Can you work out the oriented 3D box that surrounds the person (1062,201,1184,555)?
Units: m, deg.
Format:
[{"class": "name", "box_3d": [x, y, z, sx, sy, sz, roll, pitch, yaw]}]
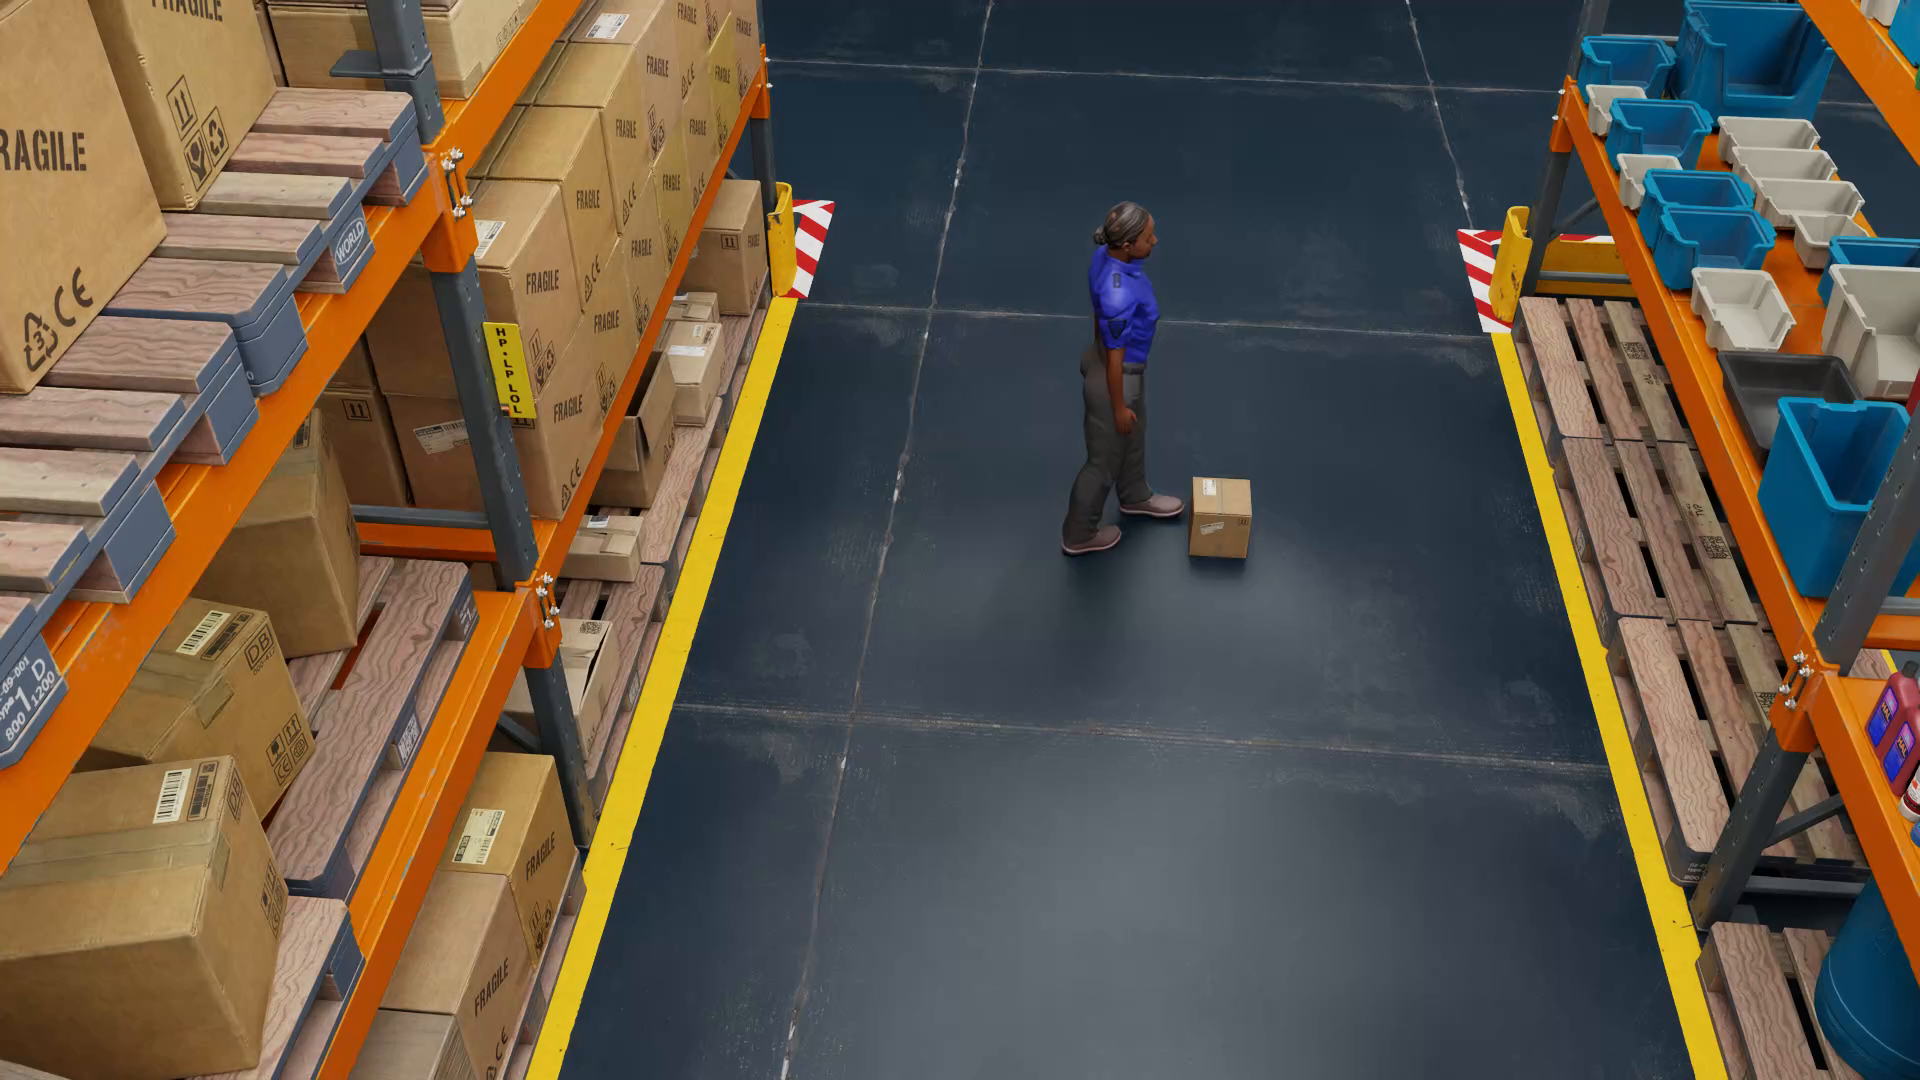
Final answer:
[{"class": "person", "box_3d": [0.731, -0.673, 6.950, 0.576, 1.661, 0.463, -2, 40, -2]}]
